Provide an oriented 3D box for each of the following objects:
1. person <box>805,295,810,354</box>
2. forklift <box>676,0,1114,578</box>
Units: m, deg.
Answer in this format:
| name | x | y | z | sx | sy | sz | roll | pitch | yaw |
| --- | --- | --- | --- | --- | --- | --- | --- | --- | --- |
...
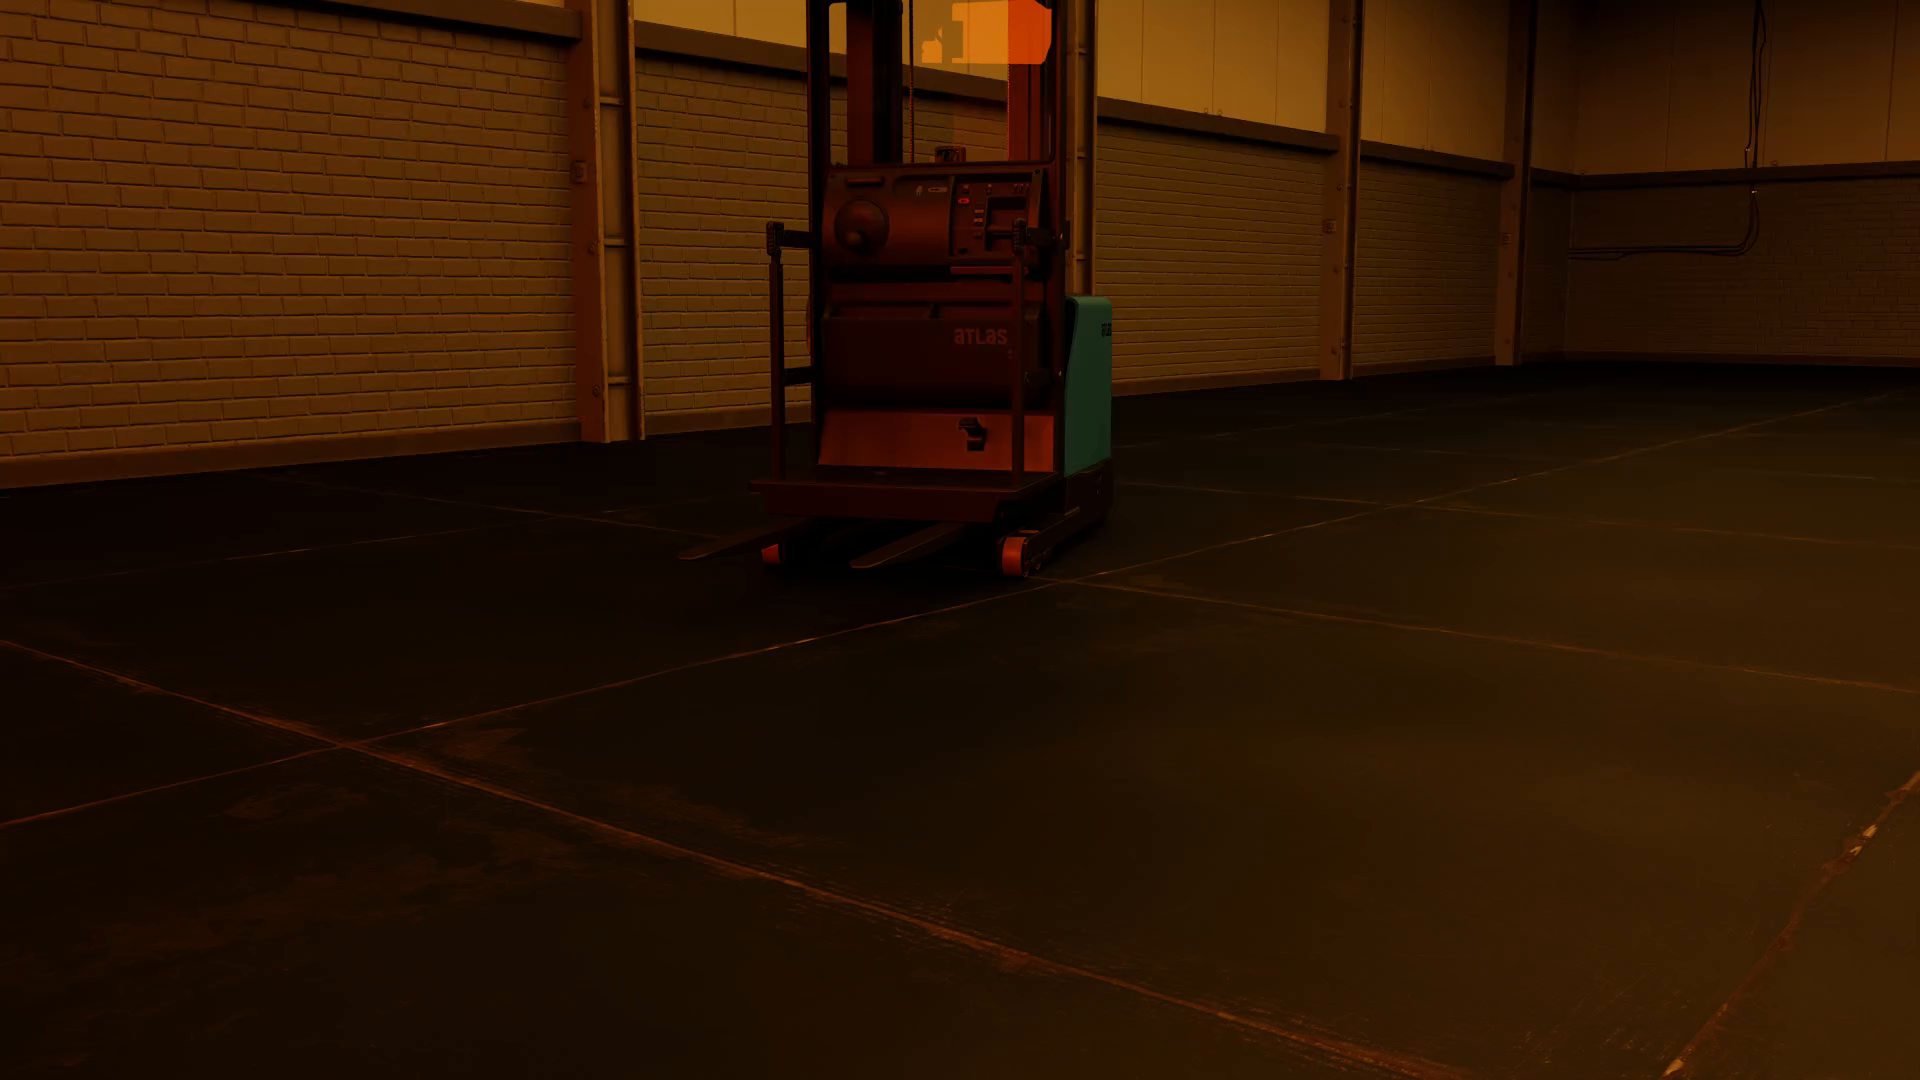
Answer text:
| name | x | y | z | sx | sy | sz | roll | pitch | yaw |
| --- | --- | --- | --- | --- | --- | --- | --- | --- | --- |
| person | -0.708 | -1.241 | 10.316 | 0.519 | 1.598 | 0.474 | -2 | 9 | -12 |
| forklift | -0.176 | -1.366 | 6.616 | 1.130 | 2.935 | 3.031 | 3 | 9 | 17 |
